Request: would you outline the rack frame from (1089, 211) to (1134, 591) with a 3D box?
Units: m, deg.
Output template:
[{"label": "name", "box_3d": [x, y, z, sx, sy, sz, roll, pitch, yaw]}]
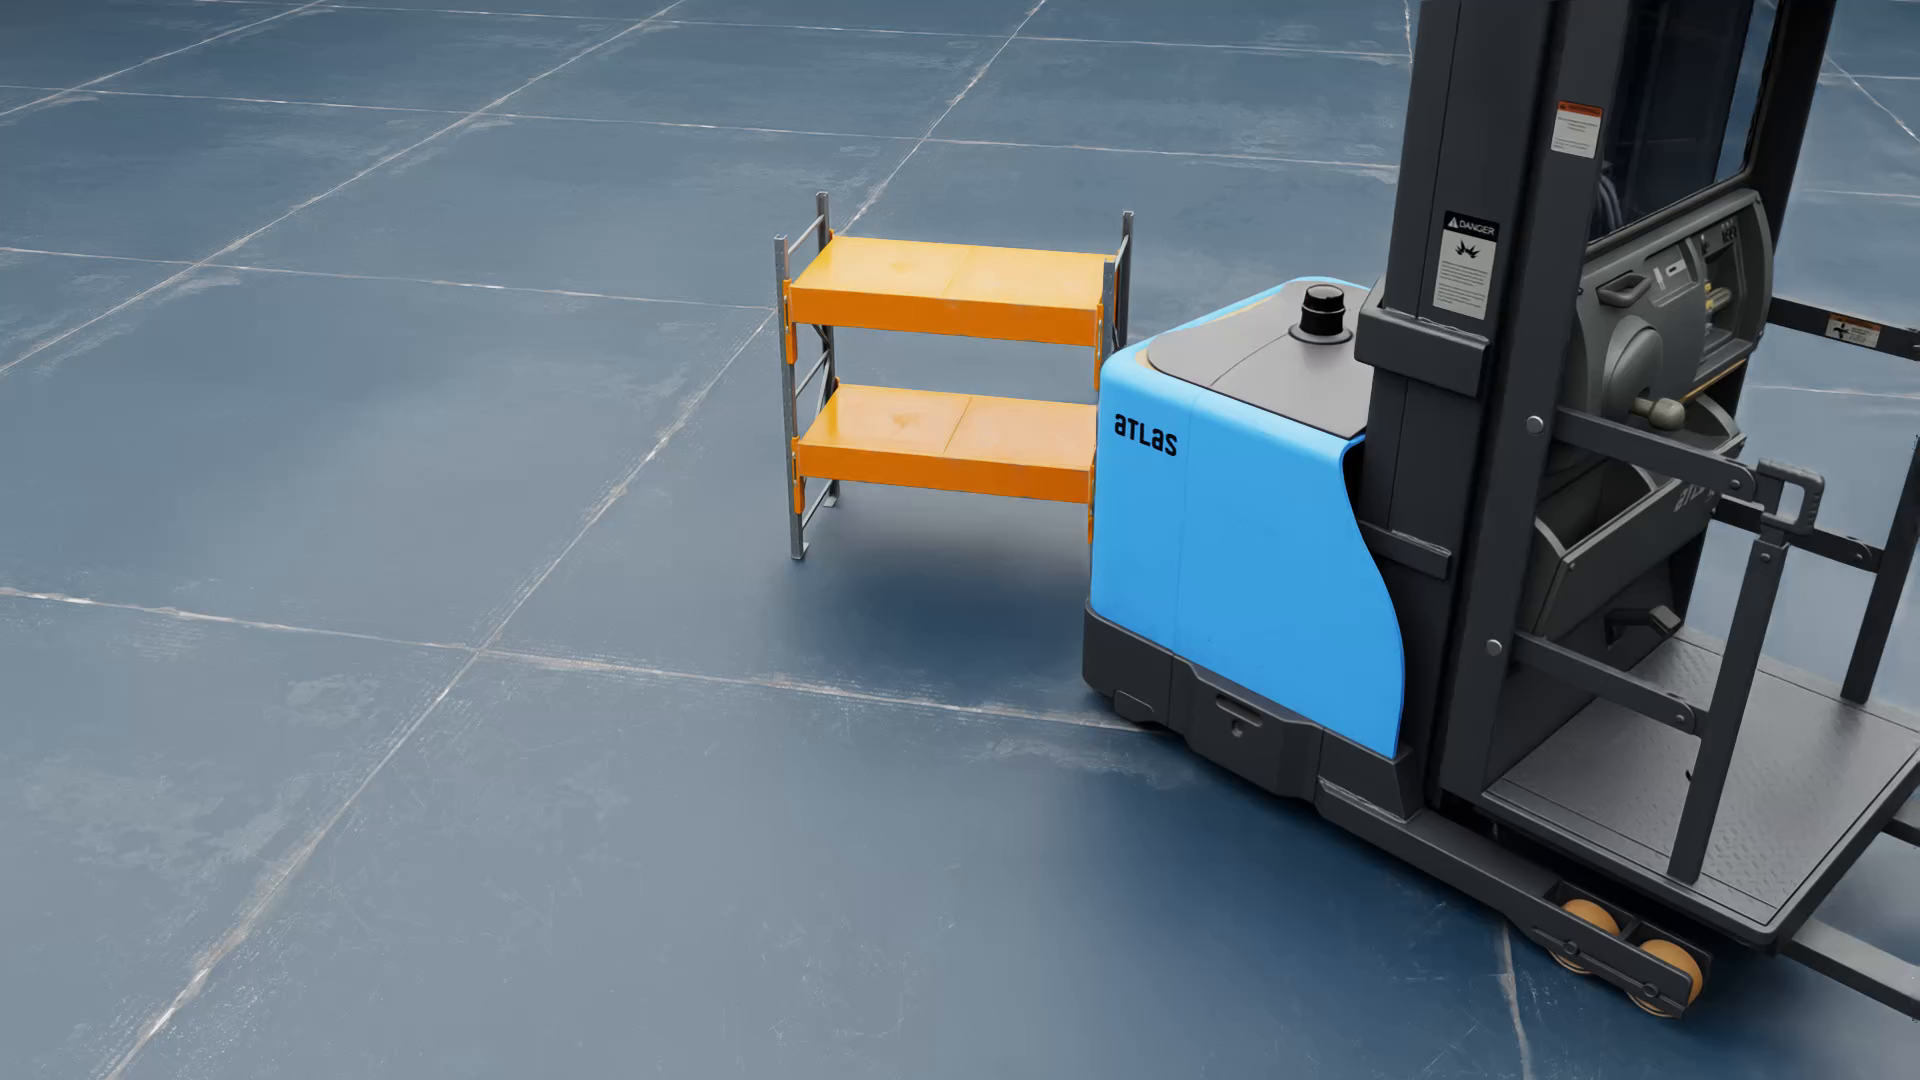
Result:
[{"label": "rack frame", "box_3d": [0.491, -0.443, 5.388, 0.032, 1.125, 0.500, 6, 29, 11]}]

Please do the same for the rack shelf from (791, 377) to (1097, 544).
[{"label": "rack shelf", "box_3d": [-0.007, -0.280, 5.599, 1.000, 0.278, 0.538, 6, 29, 11]}]

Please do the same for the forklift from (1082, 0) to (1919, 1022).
[{"label": "forklift", "box_3d": [1.750, -0.487, 3.588, 1.130, 2.935, 3.031, -25, 38, -38]}]

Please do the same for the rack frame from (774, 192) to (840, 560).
[{"label": "rack frame", "box_3d": [-0.504, -0.545, 5.574, 0.032, 1.125, 0.500, 6, 29, 11]}]

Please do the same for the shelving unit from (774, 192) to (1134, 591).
[{"label": "shelving unit", "box_3d": [-0.007, -0.494, 5.481, 1.048, 1.125, 0.538, 6, 29, 11]}]

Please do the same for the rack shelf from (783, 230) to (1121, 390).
[{"label": "rack shelf", "box_3d": [-0.007, -0.751, 5.341, 1.000, 0.278, 0.538, 6, 29, 11]}]
